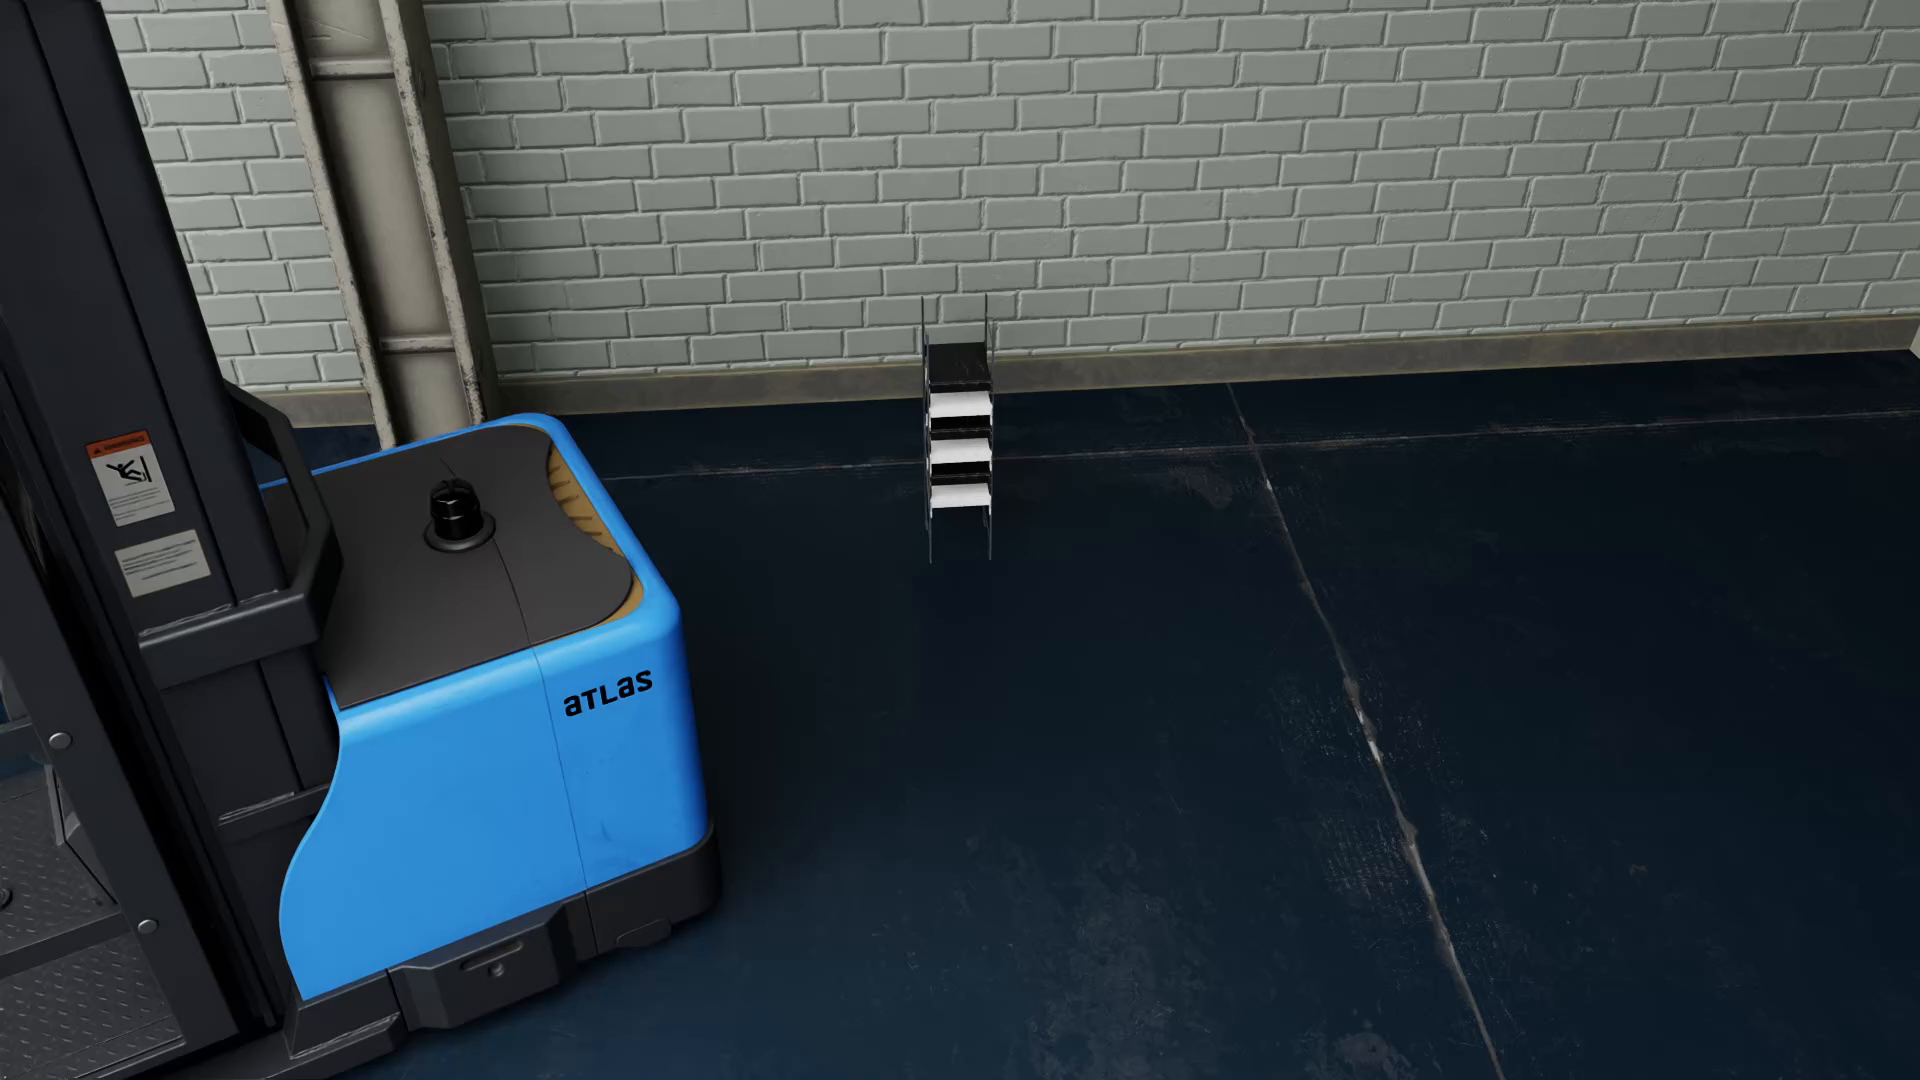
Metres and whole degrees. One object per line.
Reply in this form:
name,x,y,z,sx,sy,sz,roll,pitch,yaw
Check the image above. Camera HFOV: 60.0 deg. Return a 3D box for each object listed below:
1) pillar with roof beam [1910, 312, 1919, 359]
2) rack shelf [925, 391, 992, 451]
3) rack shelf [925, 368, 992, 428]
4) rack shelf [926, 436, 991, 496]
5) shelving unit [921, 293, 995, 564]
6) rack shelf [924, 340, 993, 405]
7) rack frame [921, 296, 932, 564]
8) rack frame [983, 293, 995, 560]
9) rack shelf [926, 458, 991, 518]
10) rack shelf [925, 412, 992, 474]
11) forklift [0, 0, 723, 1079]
pillar with roof beam,4.433,-1.588,0.498,0.400,9.000,9.100,-3,38,-4
rack shelf,-0.008,-0.397,5.436,0.200,0.077,0.258,-3,38,-4
rack shelf,-0.008,-0.468,5.380,0.200,0.077,0.258,-3,38,-4
rack shelf,-0.008,-0.256,5.547,0.200,0.077,0.258,-3,38,-4
shelving unit,-0.008,-0.353,5.471,0.210,0.900,0.258,-3,38,-4
rack shelf,-0.008,-0.539,5.324,0.200,0.077,0.258,-3,38,-4
rack frame,-0.109,-0.347,5.464,0.006,0.900,0.240,-3,38,-4
rack frame,0.093,-0.358,5.478,0.006,0.900,0.240,-3,38,-4
rack shelf,-0.008,-0.185,5.603,0.200,0.077,0.258,-3,38,-4
rack shelf,-0.008,-0.327,5.491,0.200,0.077,0.258,-3,38,-4
forklift,-2.177,0.029,3.347,3.031,2.935,1.130,-19,42,-22
